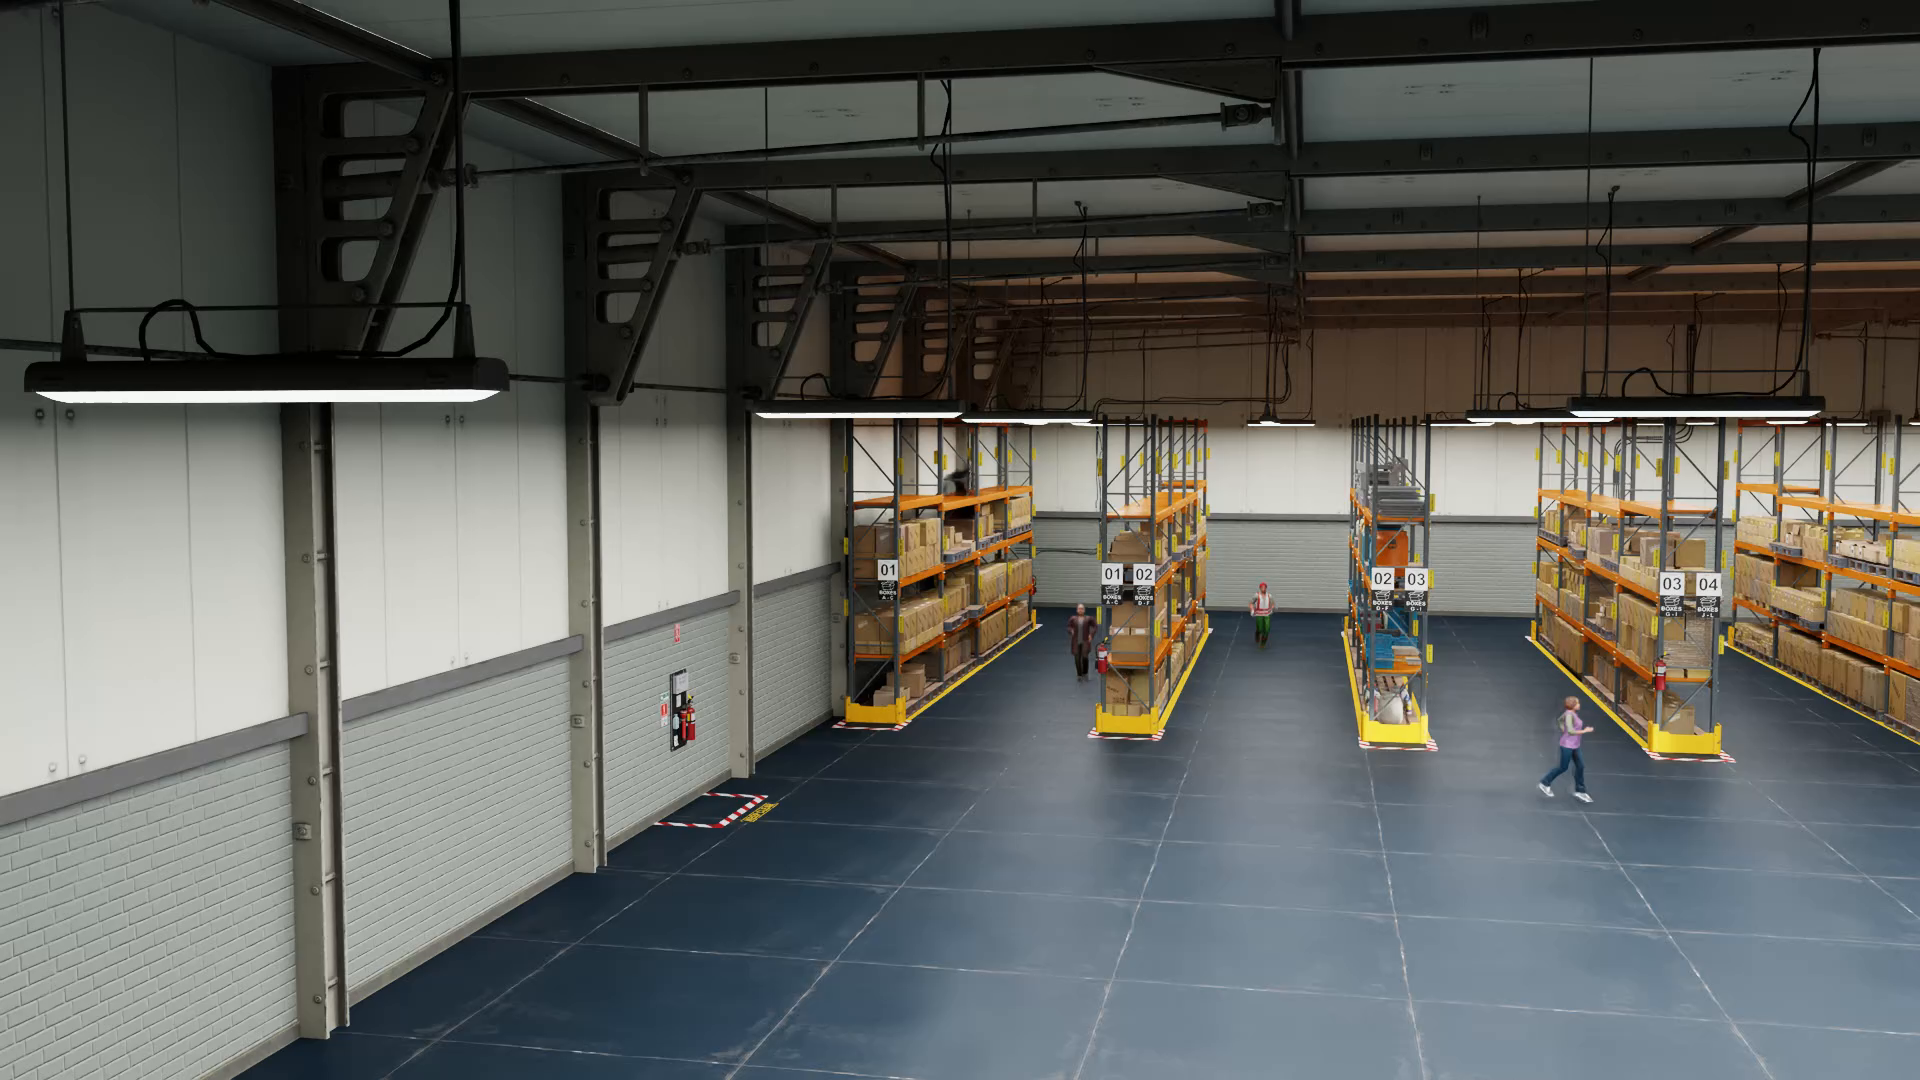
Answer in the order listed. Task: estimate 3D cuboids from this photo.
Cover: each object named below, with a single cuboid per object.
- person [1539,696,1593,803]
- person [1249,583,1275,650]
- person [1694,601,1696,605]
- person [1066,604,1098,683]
[{"bbox_3d":[9.336,3.202,25.575,0.794,1.631,0.544,2,5,33],"label":"person"},{"bbox_3d":[7.889,1.975,43.307,0.662,1.738,0.599,0,4,-3],"label":"person"},{"bbox_3d":[20.031,1.935,44.777,0.505,1.642,0.637,-2,4,-28],"label":"person"},{"bbox_3d":[2.733,2.351,37.581,0.692,1.760,0.686,1,4,12],"label":"person"}]
